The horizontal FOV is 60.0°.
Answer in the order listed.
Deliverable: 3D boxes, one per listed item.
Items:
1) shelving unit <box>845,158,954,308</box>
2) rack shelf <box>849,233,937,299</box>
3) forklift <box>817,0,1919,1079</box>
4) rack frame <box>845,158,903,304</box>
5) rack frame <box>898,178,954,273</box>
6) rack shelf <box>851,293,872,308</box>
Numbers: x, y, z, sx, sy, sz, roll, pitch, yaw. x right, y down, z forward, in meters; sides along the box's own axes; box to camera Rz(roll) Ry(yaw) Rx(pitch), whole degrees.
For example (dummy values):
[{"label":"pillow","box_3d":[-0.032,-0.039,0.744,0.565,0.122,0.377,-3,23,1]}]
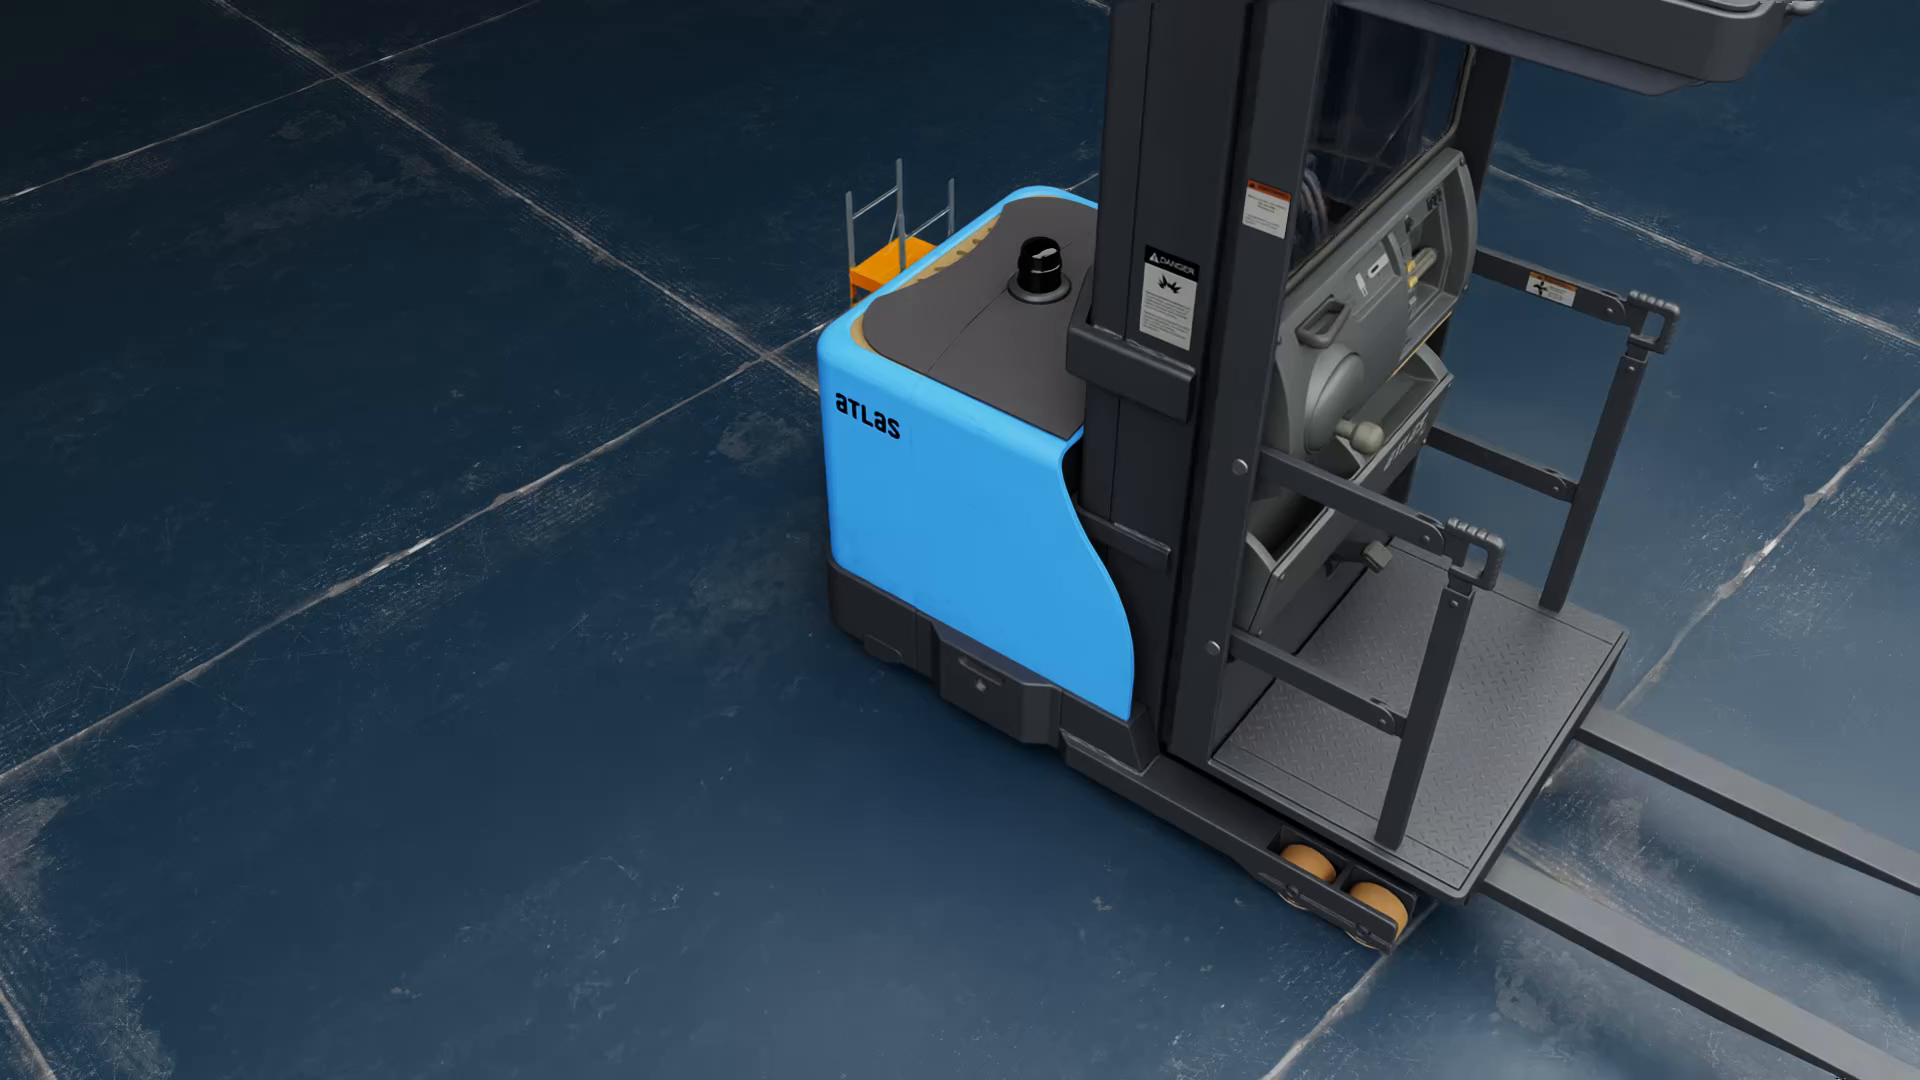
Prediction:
[{"label":"shelving unit","box_3d":[-0.163,-0.521,4.929,0.189,1.200,0.258,27,49,26]},{"label":"rack shelf","box_3d":[-0.163,-0.752,4.715,0.180,0.103,0.258,27,49,26]},{"label":"forklift","box_3d":[1.099,-0.472,3.601,3.031,2.935,1.130,27,49,26]},{"label":"rack frame","box_3d":[-0.236,-0.558,4.970,0.006,1.200,0.240,27,49,26]},{"label":"rack frame","box_3d":[-0.090,-0.483,4.889,0.006,1.200,0.240,27,49,26]},{"label":"rack shelf","box_3d":[-0.163,-0.664,4.797,0.180,0.103,0.258,27,49,26]}]
